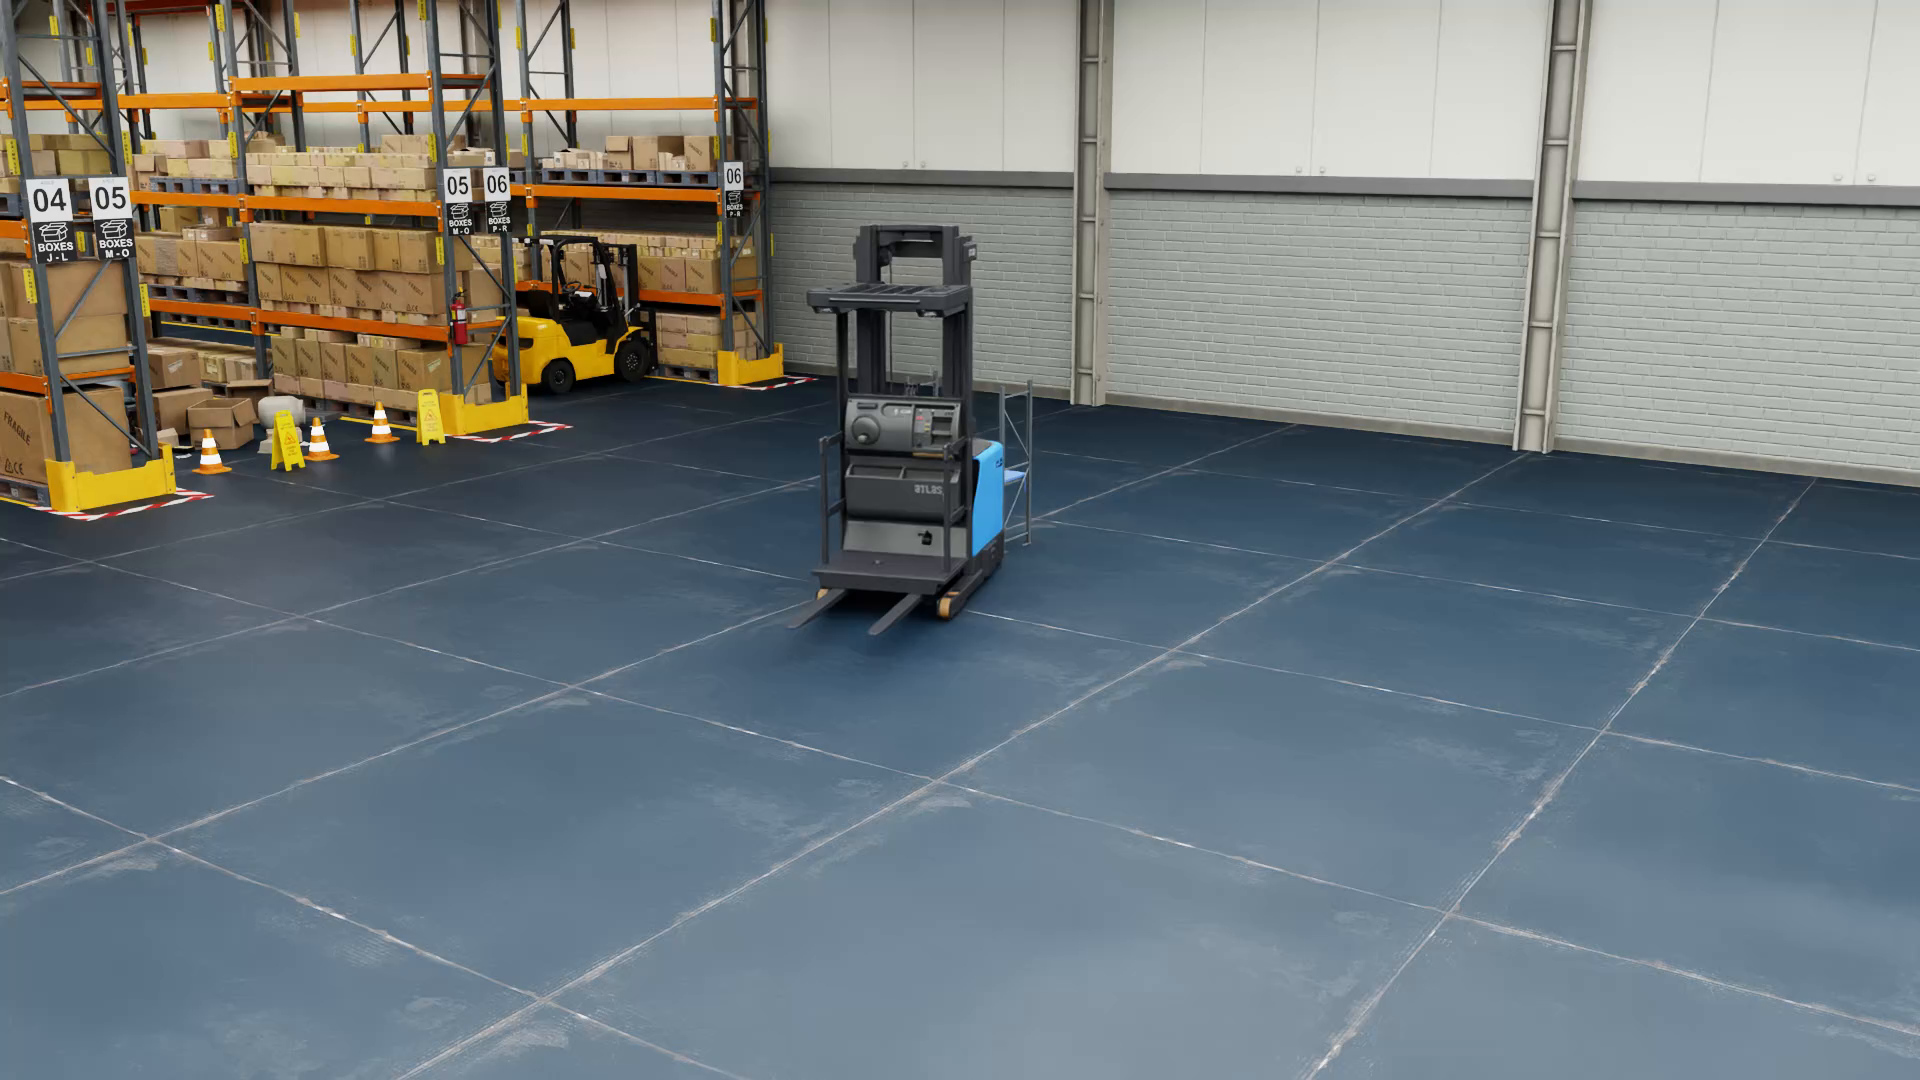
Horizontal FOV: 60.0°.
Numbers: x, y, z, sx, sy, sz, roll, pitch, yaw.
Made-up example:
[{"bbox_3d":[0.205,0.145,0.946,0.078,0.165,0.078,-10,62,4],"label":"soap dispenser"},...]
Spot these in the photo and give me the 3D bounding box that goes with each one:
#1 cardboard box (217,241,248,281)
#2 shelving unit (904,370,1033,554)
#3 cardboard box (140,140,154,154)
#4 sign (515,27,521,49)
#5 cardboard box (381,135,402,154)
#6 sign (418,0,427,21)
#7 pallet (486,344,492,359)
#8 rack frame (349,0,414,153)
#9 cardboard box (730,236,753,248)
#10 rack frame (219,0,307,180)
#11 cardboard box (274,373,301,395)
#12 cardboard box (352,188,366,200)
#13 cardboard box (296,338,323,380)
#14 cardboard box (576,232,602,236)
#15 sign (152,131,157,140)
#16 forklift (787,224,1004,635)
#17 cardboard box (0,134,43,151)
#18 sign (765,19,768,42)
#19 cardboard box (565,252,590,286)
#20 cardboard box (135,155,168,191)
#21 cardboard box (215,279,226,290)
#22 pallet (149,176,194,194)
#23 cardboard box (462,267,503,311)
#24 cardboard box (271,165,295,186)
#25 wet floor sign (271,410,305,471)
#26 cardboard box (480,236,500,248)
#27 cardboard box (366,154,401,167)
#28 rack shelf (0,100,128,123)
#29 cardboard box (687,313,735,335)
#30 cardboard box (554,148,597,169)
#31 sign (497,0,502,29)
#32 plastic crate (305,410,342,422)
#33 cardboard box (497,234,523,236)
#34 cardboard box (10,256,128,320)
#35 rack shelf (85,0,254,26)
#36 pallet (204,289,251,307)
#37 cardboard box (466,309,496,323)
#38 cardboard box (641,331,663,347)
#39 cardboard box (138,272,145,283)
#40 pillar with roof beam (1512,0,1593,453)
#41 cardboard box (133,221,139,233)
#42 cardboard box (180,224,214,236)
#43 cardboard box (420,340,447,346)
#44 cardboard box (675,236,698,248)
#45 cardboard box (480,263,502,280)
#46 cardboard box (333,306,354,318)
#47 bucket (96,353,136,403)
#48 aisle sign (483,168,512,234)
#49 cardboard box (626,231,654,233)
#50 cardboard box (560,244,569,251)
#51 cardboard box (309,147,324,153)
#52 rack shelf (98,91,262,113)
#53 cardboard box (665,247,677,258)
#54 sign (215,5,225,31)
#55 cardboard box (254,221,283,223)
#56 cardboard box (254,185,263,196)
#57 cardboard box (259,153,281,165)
[{"bbox_3d":[-9.746,-3.814,22.712,0.500,0.500,0.500,9,16,32],"label":"cardboard box"},{"bbox_3d":[0.071,-0.717,15.024,1.048,1.500,0.538,9,17,33],"label":"shelving unit"},{"bbox_3d":[-15.361,-7.524,31.813,0.500,0.250,0.500,9,16,32],"label":"cardboard box"},{"bbox_3d":[-6.760,-7.685,25.459,0.005,0.325,0.100,9,17,33],"label":"sign"},{"bbox_3d":[-9.321,-6.538,27.888,0.500,0.500,0.500,9,17,33],"label":"cardboard box"},{"bbox_3d":[-6.242,-6.199,19.290,0.005,0.325,0.100,9,17,33],"label":"sign"},{"bbox_3d":[-7.100,-3.128,27.448,1.213,0.211,1.003,9,17,33],"label":"pallet"},{"bbox_3d":[-9.786,-7.839,28.191,0.127,3.000,1.000,9,17,33],"label":"rack frame"},{"bbox_3d":[-3.308,-4.450,24.806,0.250,0.149,0.380,9,16,32],"label":"cardboard box"},{"bbox_3d":[-9.234,-6.313,22.024,0.127,3.000,1.000,9,17,33],"label":"rack frame"},{"bbox_3d":[-8.896,-2.137,22.488,0.500,0.250,0.500,8,16,30],"label":"cardboard box"},{"bbox_3d":[-7.414,-4.368,20.932,0.250,0.149,0.380,9,16,31],"label":"cardboard box"},{"bbox_3d":[-8.445,-2.431,22.117,0.500,0.500,0.500,10,17,35],"label":"cardboard box"},{"bbox_3d":[-5.728,-4.692,25.785,0.250,0.149,0.380,10,17,34],"label":"cardboard box"},{"bbox_3d":[-16.098,-7.994,33.215,0.005,0.325,0.100,9,17,33],"label":"sign"},{"bbox_3d":[-0.504,-0.917,12.855,1.130,2.935,3.031,4,14,15],"label":"forklift"},{"bbox_3d":[-9.063,-3.815,15.957,0.250,0.149,0.380,9,17,33],"label":"cardboard box"},{"bbox_3d":[-2.833,-7.407,24.169,0.005,0.325,0.100,9,17,33],"label":"sign"},{"bbox_3d":[-5.803,-4.261,26.013,0.500,0.500,0.500,10,17,34],"label":"cardboard box"},{"bbox_3d":[-11.272,-5.244,23.736,0.637,0.503,0.797,9,17,33],"label":"cardboard box"},{"bbox_3d":[-10.024,-3.535,22.938,0.250,0.149,0.380,9,16,31],"label":"cardboard box"},{"bbox_3d":[-10.550,-5.008,23.387,1.003,0.211,1.213,9,17,33],"label":"pallet"},{"bbox_3d":[-6.154,-3.176,21.010,0.500,0.500,0.500,9,16,32],"label":"cardboard box"},{"bbox_3d":[-8.589,-4.747,21.636,0.500,0.250,0.500,9,17,32],"label":"cardboard box"},{"bbox_3d":[-7.465,-1.112,18.398,0.232,0.644,0.267,6,15,23],"label":"wet floor sign"},{"bbox_3d":[-7.565,-4.839,26.997,0.250,0.149,0.380,9,16,31],"label":"cardboard box"},{"bbox_3d":[-7.156,-4.723,20.708,0.250,0.149,0.380,9,17,33],"label":"cardboard box"},{"bbox_3d":[-14.213,-6.574,25.409,4.000,0.370,1.077,9,17,33],"label":"rack shelf"},{"bbox_3d":[-3.704,-3.208,24.736,0.500,0.250,0.500,10,17,35],"label":"cardboard box"},{"bbox_3d":[-5.913,-5.896,25.686,0.500,0.311,0.500,10,17,34],"label":"cardboard box"},{"bbox_3d":[-5.612,-6.376,20.172,0.005,0.325,0.100,9,17,33],"label":"sign"},{"bbox_3d":[-8.389,-1.609,21.585,0.583,0.080,0.402,3,14,14],"label":"plastic crate"},{"bbox_3d":[-7.455,-4.993,27.619,0.250,0.149,0.380,9,17,33],"label":"cardboard box"},{"bbox_3d":[-8.880,-2.518,16.620,0.550,0.550,0.875,9,17,33],"label":"cardboard box"},{"bbox_3d":[-14.765,-9.908,31.129,4.000,0.370,1.077,9,17,33],"label":"rack shelf"},{"bbox_3d":[-9.787,-3.439,23.299,1.213,0.211,1.003,9,17,33],"label":"pallet"},{"bbox_3d":[-6.082,-2.829,20.959,0.250,0.149,0.380,9,17,33],"label":"cardboard box"},{"bbox_3d":[-4.577,-3.104,25.353,0.500,0.250,0.500,9,16,32],"label":"cardboard box"},{"bbox_3d":[-11.754,-3.807,24.034,0.250,0.149,0.380,9,17,33],"label":"cardboard box"},{"bbox_3d":[4.332,-4.572,14.992,0.400,9.000,9.100,9,17,33],"label":"pillar with roof beam"},{"bbox_3d":[-12.826,-4.586,25.244,0.500,0.500,0.500,9,16,31],"label":"cardboard box"},{"bbox_3d":[-11.039,-4.485,24.077,0.250,0.149,0.380,8,16,30],"label":"cardboard box"},{"bbox_3d":[-6.887,-2.333,21.720,0.500,0.500,0.500,8,16,31],"label":"cardboard box"},{"bbox_3d":[-4.017,-4.425,24.705,0.250,0.149,0.380,10,17,34],"label":"cardboard box"},{"bbox_3d":[-7.452,-4.400,27.093,0.500,0.250,0.500,9,17,32],"label":"cardboard box"},{"bbox_3d":[-7.871,-2.971,21.531,0.250,0.149,0.380,9,17,33],"label":"cardboard box"},{"bbox_3d":[-10.514,-1.990,20.697,0.726,0.611,0.620,-10,7,-35],"label":"bucket"},{"bbox_3d":[-5.691,-4.180,20.482,0.004,0.787,0.394,9,17,33],"label":"aisle sign"},{"bbox_3d":[-4.989,-4.738,25.970,0.250,0.149,0.380,9,16,32],"label":"cardboard box"},{"bbox_3d":[-6.134,-4.625,26.131,0.250,0.149,0.380,10,17,34],"label":"cardboard box"},{"bbox_3d":[-11.103,-6.776,29.002,0.250,0.149,0.380,9,16,32],"label":"cardboard box"},{"bbox_3d":[-14.765,-8.293,31.528,4.000,0.370,1.077,9,17,33],"label":"rack shelf"},{"bbox_3d":[-4.201,-4.319,24.898,0.250,0.149,0.380,9,17,32],"label":"cardboard box"},{"bbox_3d":[-9.539,-6.732,21.442,0.005,0.325,0.100,9,17,33],"label":"sign"},{"bbox_3d":[-12.399,-5.537,30.294,0.500,0.500,0.700,9,17,33],"label":"cardboard box"},{"bbox_3d":[-9.111,-4.643,22.044,0.250,0.149,0.380,9,16,32],"label":"cardboard box"},{"bbox_3d":[-8.923,-4.985,21.768,0.250,0.149,0.380,10,17,34],"label":"cardboard box"}]
